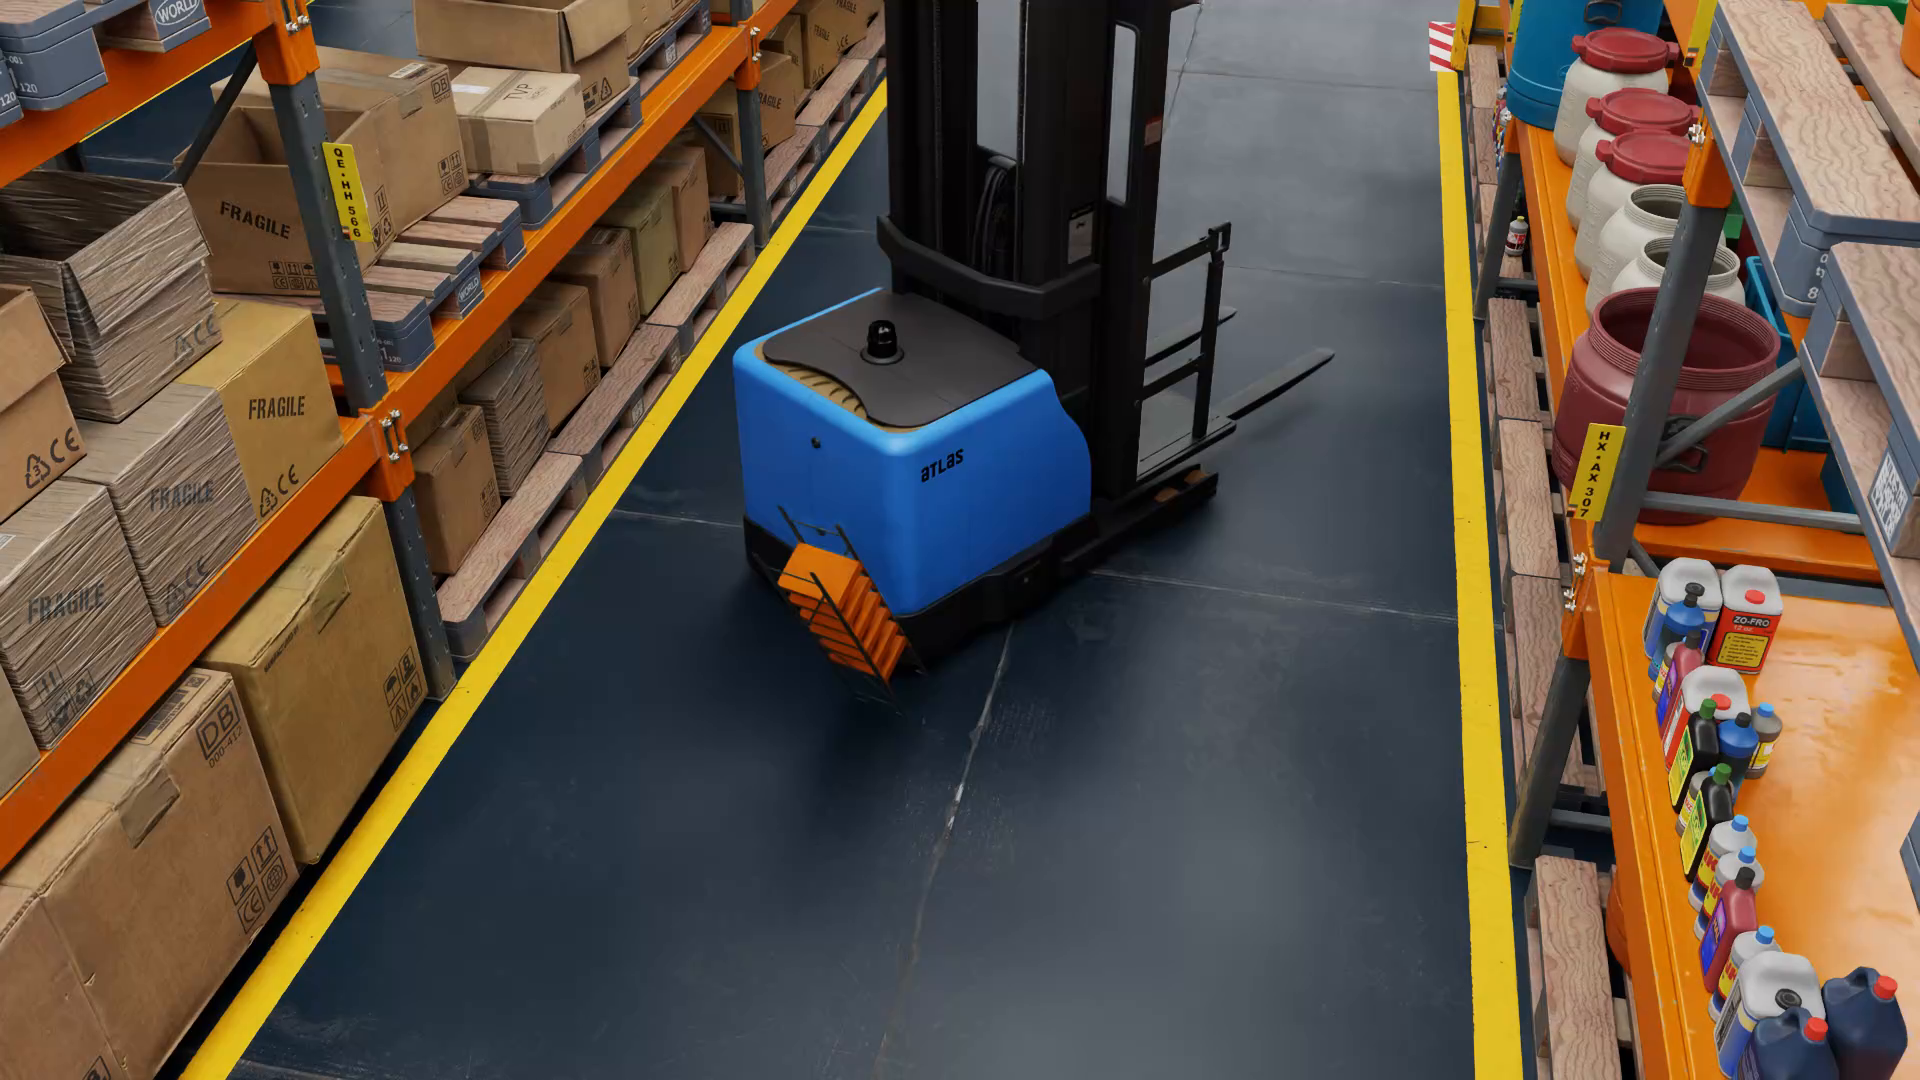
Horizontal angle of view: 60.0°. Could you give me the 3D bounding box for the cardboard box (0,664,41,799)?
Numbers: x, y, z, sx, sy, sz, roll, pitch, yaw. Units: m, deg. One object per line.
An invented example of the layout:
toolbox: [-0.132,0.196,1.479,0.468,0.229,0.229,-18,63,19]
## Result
cardboard box: [-2.650,0.464,3.968,0.500,0.500,0.500,8,37,11]

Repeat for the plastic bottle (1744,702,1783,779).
plastic bottle: [2.000,0.495,4.180,0.097,0.201,0.097,0,36,0]

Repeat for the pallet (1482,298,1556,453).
pallet: [3.106,-0.772,8.135,1.003,0.211,1.213,7,37,10]

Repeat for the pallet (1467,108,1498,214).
pallet: [3.678,-2.309,10.255,1.003,0.211,1.213,7,37,10]

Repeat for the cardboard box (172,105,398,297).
cardboard box: [-2.381,-1.209,5.919,0.500,0.500,0.500,3,36,4]

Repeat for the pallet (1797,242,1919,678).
pallet: [1.838,-0.020,2.327,1.003,0.211,1.213,7,37,10]

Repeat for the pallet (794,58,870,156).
pallet: [-1.236,-2.939,11.125,1.003,0.211,1.213,7,37,10]

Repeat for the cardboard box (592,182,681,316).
cardboard box: [-1.876,-1.523,8.550,0.700,0.500,0.500,7,37,10]

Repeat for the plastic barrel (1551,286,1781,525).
plastic barrel: [2.184,-0.422,5.160,0.600,0.536,0.708,7,37,10]

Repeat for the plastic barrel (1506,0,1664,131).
plastic barrel: [2.857,-2.376,7.545,0.600,0.901,0.708,7,37,10]

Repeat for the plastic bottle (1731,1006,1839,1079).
plastic bottle: [1.639,1.051,3.286,0.144,0.351,0.185,7,37,10]

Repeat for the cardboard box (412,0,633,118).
cardboard box: [-1.883,-2.184,7.261,0.797,0.503,0.637,11,37,15]

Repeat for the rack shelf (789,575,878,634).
rack shelf: [-0.441,0.188,5.715,0.258,0.103,0.180,17,67,22]

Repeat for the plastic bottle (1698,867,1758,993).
plastic bottle: [1.682,0.849,3.623,0.061,0.283,0.133,7,37,10]

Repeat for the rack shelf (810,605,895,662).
rack shelf: [-0.389,0.301,5.920,0.258,0.103,0.180,17,67,22]

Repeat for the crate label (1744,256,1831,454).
crate label: [2.858,-0.613,5.510,0.502,0.435,0.616,7,37,10]

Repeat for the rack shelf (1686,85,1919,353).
rack shelf: [1.954,0.160,2.530,1.077,0.370,4.000,7,37,10]

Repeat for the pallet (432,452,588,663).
pallet: [-2.289,-0.003,7.074,1.003,0.211,1.213,7,37,10]

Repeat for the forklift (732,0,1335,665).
forklift: [0.512,-1.452,6.756,3.031,2.935,1.130,-29,45,-34]

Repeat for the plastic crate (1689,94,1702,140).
plastic crate: [3.304,-1.678,7.023,0.392,0.384,0.575,7,37,10]

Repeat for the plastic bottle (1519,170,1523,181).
plastic bottle: [3.133,-1.977,9.304,0.144,0.351,0.185,6,36,8]

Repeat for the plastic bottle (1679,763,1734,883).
plastic bottle: [1.752,0.660,3.882,0.061,0.283,0.133,7,37,10]

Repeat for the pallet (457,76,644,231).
pallet: [-2.075,-1.746,7.267,1.003,0.211,1.213,7,37,10]

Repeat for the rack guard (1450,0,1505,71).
rack guard: [4.120,-3.588,11.774,1.175,0.500,0.348,7,37,10]

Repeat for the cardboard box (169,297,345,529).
cardboard box: [-2.321,-0.410,5.175,0.500,0.500,0.500,8,37,11]

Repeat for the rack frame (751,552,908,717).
rack frame: [-0.436,0.357,5.850,0.240,1.200,0.006,17,67,22]

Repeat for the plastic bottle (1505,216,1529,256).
plastic bottle: [3.009,-1.648,8.978,0.097,0.201,0.097,0,36,0]

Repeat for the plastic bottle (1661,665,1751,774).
plastic bottle: [1.874,0.460,4.165,0.152,0.276,0.135,7,37,10]

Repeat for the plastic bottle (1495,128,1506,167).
plastic bottle: [3.260,-2.352,9.890,0.097,0.271,0.097,0,36,0]

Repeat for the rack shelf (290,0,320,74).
rack shelf: [-2.030,-2.754,6.550,1.077,0.370,4.000,7,37,10]

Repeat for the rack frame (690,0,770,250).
rack frame: [-1.603,-2.977,8.802,1.000,3.000,0.127,7,37,10]

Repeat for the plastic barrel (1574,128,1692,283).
plastic barrel: [2.568,-1.222,6.264,0.433,0.535,0.433,0,36,0]

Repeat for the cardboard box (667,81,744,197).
cardboard box: [-1.479,-2.359,9.721,0.500,0.500,0.500,6,36,9]

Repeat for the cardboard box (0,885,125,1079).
cardboard box: [-3.005,1.418,4.190,1.225,0.875,0.875,6,36,8]

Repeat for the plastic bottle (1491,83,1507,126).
plastic bottle: [3.398,-2.722,10.400,0.097,0.271,0.097,0,36,0]

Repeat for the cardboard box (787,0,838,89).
cardboard box: [-1.145,-3.369,11.114,0.500,0.500,0.500,11,37,14]

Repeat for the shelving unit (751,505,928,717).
shelving unit: [-0.398,0.280,5.882,0.258,1.200,0.189,17,67,22]

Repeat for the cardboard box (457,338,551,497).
cardboard box: [-2.228,-0.556,7.216,0.700,0.500,0.500,4,36,6]

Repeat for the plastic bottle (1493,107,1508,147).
plastic bottle: [3.325,-2.526,10.129,0.097,0.271,0.097,0,36,0]

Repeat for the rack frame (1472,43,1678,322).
rack frame: [3.236,-2.356,7.945,1.000,3.000,0.127,7,37,10]

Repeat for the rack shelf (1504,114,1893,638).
rack shelf: [2.808,-0.918,6.574,1.077,0.370,4.000,7,37,10]

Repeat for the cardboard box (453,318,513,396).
cardboard box: [-2.240,-0.847,6.978,0.500,0.250,0.500,11,37,15]

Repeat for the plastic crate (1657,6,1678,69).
plastic crate: [3.472,-2.615,8.355,0.767,0.338,0.504,7,37,10]

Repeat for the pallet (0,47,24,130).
pallet: [-2.779,-0.805,3.409,1.003,0.211,1.213,9,37,12]

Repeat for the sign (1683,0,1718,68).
sign: [1.842,-1.300,4.021,0.100,0.325,0.005,7,37,10]

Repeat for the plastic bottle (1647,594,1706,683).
plastic bottle: [1.921,0.260,4.445,0.097,0.271,0.097,0,36,0]
